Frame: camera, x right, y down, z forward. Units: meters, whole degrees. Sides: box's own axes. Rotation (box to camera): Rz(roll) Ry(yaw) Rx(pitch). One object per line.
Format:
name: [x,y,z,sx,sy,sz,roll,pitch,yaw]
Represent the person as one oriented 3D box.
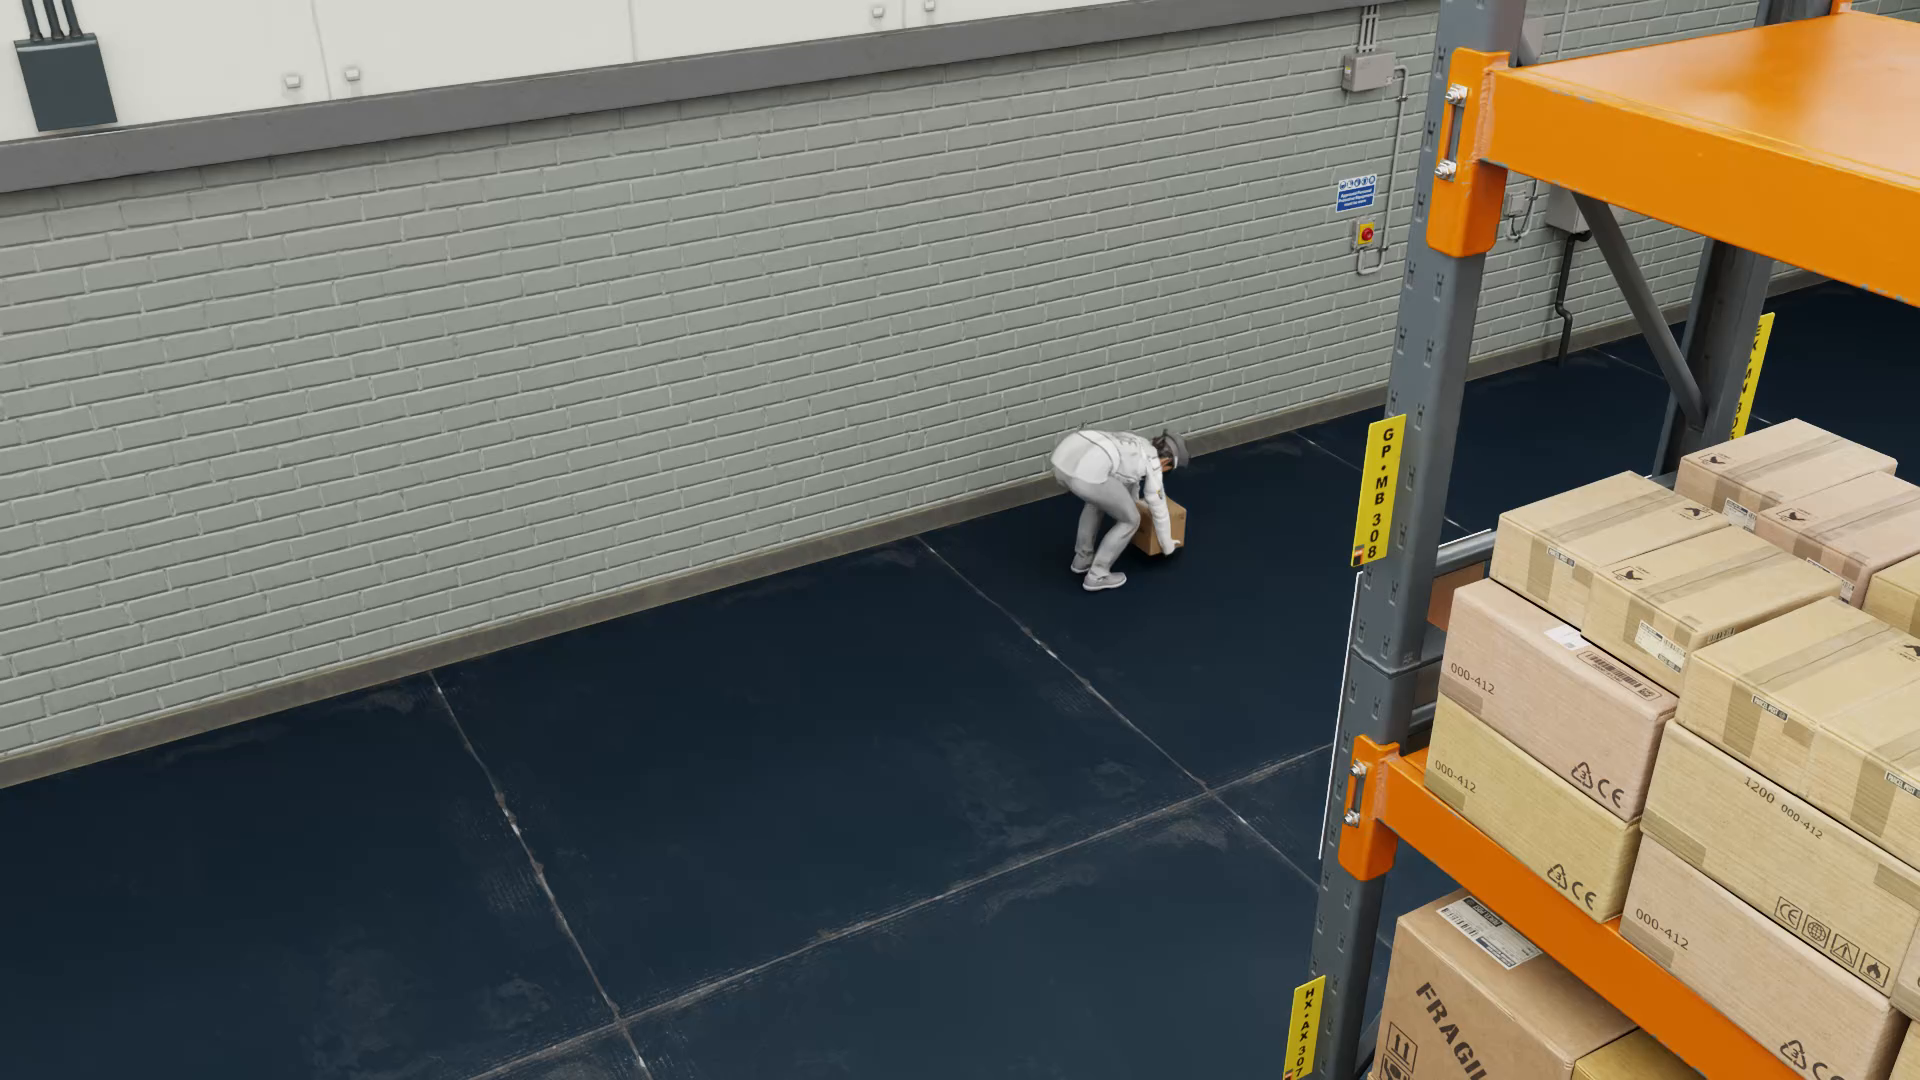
person: [0.938,-0.234,9.711,0.891,0.947,0.437,-18,34,-29]
